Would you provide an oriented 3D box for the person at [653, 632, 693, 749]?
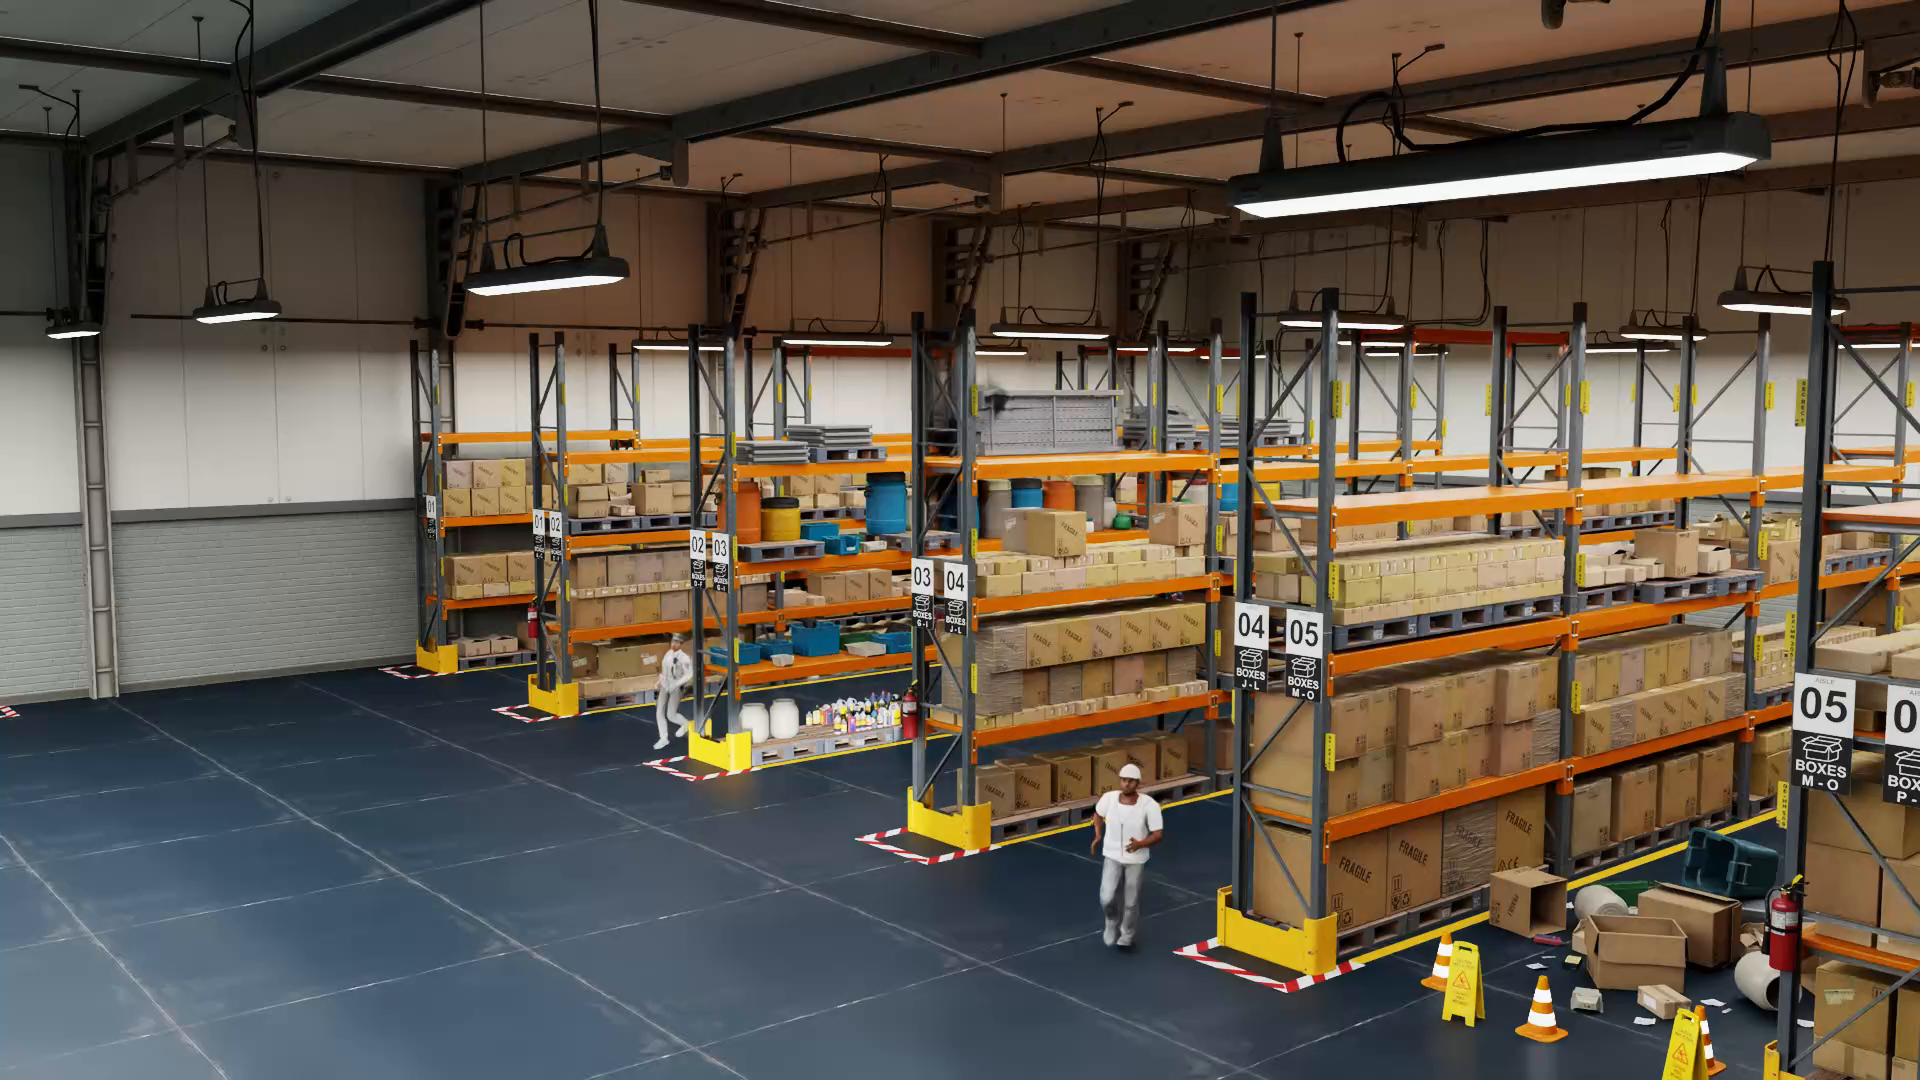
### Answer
[{"bbox_3d":[-4.071,2.149,23.886,0.656,1.665,0.696,3,6,33],"label":"person"}]

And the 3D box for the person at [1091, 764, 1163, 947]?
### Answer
[{"bbox_3d":[1.501,2.891,15.130,0.683,1.718,0.626,2,6,17],"label":"person"}]
